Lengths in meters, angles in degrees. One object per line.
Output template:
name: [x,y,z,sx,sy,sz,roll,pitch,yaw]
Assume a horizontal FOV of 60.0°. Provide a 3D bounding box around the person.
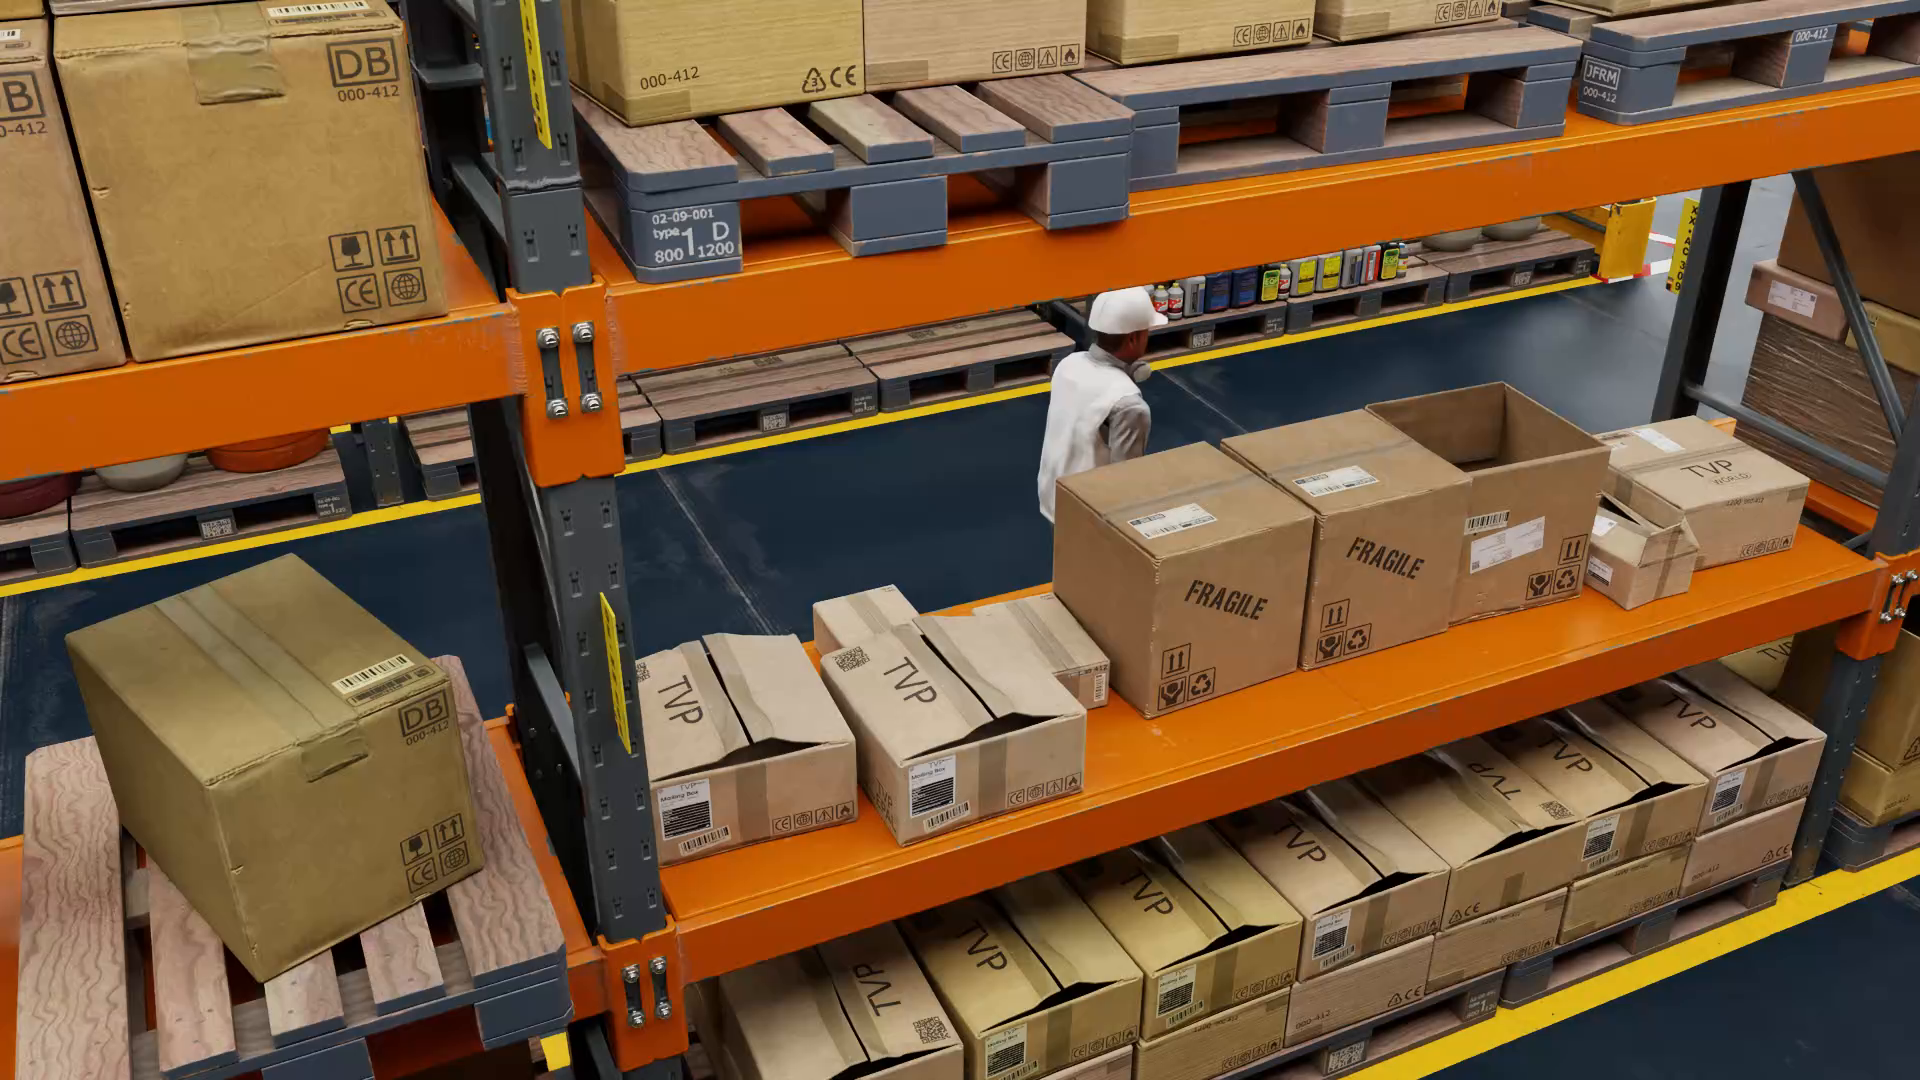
person: [0.538,-0.115,6.304,0.460,1.772,0.581,-13,32,-22]
